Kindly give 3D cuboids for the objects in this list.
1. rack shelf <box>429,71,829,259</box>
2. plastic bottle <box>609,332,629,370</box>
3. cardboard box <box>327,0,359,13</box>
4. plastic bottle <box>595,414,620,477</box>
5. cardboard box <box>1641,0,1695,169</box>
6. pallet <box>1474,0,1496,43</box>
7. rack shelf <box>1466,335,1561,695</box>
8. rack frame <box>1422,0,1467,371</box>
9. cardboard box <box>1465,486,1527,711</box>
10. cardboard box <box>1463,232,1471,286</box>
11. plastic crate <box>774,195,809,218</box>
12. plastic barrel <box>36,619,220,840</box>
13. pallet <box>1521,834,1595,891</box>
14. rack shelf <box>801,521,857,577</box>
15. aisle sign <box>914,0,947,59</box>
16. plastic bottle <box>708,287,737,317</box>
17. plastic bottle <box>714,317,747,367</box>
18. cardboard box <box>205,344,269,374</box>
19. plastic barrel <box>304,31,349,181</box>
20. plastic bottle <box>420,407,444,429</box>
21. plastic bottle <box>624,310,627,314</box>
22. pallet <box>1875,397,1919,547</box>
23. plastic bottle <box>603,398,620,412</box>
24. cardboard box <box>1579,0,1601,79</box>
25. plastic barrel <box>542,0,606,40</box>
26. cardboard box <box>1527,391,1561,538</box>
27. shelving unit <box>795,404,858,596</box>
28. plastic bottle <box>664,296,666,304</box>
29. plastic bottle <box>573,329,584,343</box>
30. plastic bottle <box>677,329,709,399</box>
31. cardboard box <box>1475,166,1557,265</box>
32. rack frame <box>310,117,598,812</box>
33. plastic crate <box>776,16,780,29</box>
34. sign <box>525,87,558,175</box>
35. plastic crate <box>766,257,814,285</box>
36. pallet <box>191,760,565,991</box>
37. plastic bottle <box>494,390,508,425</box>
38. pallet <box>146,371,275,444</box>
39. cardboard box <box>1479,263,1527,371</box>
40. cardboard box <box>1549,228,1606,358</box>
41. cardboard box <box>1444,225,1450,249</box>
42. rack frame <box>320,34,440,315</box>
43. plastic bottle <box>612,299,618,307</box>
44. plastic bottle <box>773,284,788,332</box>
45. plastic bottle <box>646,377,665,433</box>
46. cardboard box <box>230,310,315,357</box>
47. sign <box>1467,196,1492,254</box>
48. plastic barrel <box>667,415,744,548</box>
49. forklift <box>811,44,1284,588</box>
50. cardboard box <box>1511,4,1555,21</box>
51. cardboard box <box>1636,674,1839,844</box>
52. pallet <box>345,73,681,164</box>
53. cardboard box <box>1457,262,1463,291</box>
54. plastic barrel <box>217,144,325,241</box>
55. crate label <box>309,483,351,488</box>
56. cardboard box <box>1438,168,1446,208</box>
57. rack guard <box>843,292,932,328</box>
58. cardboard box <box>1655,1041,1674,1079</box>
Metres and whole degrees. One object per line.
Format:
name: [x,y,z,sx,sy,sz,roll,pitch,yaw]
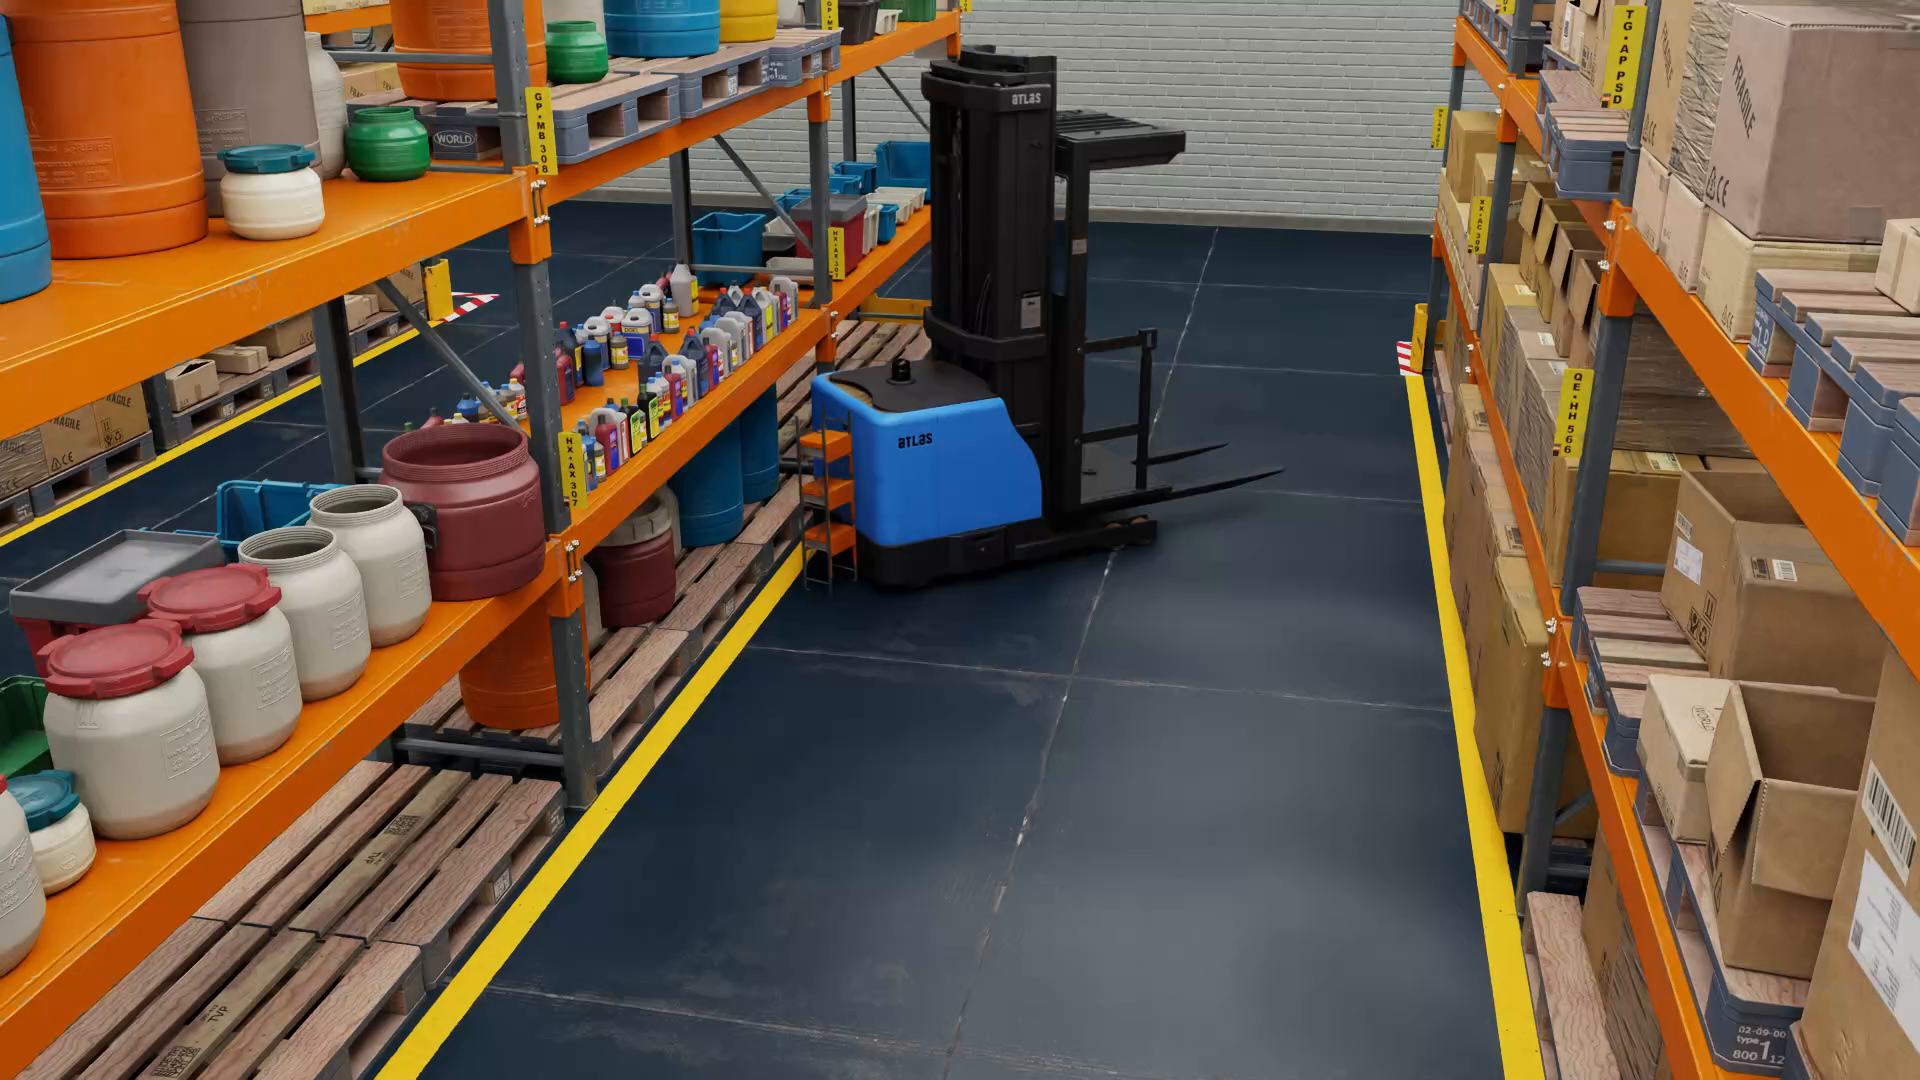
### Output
rack shelf: [-1.721,-2.037,8.343,1.077,0.370,4.000,4,22,11]
plastic bottle: [-1.891,-1.052,9.216,0.097,0.201,0.097,0,22,0]
cardboard box: [-5.305,-4.484,13.658,0.500,0.250,0.500,4,22,11]
plastic bottle: [-1.613,-0.444,7.597,0.061,0.283,0.133,4,22,11]
cardboard box: [2.372,-1.387,4.965,0.500,0.500,0.500,5,22,11]
pallet: [3.964,-3.426,10.950,1.003,0.211,1.213,4,22,11]
rack shelf: [3.128,-0.268,7.966,1.077,0.370,4.000,4,22,11]
rack frame: [4.352,-2.796,13.280,1.000,3.000,0.127,4,22,11]
cardboard box: [3.070,0.344,7.765,1.225,0.875,0.875,5,22,11]
cardboard box: [3.472,-1.772,10.542,0.500,0.250,0.500,5,23,13]
plastic crate: [-1.199,-2.467,12.608,0.416,0.233,0.300,4,22,11]
plastic barrel: [-2.386,0.551,4.789,0.433,0.535,0.433,0,22,0]
pallet: [2.954,1.141,7.238,1.003,0.211,1.213,4,22,11]
rack shelf: [-0.755,0.044,9.605,0.215,0.259,0.240,13,25,31]
aisle sign: [-0.195,-4.383,13.742,0.394,0.787,0.004,4,22,11]
plastic bottle: [-1.359,-1.270,9.558,0.144,0.351,0.185,4,22,11]
plastic bottle: [-1.282,-1.117,9.278,0.152,0.276,0.135,4,22,11]
cardboard box: [-5.697,-1.433,13.101,0.380,0.166,0.250,4,22,11]
plastic barrel: [-2.493,-1.601,6.148,0.421,0.512,0.421,0,22,0]
plastic bottle: [-2.417,-0.458,7.633,0.061,0.283,0.133,4,22,11]
plastic bottle: [-1.945,-1.233,9.665,0.097,0.201,0.097,0,22,0]
pallet: [2.133,0.071,2.399,1.213,0.211,1.003,4,22,11]
plastic bottle: [-1.639,-0.536,7.841,0.097,0.271,0.097,0,22,0]
cardboard box: [3.115,-2.253,7.217,0.797,0.503,0.637,4,22,10]
plastic barrel: [-1.915,-2.557,7.927,0.433,0.535,0.433,0,22,0]
cardboard box: [2.685,-0.298,6.944,0.500,0.500,0.500,4,22,10]
shelving unit: [-0.759,-0.224,9.500,0.215,1.050,0.252,13,25,31]
plastic bottle: [-1.838,-1.424,10.141,0.097,0.201,0.097,0,22,0]
plastic bottle: [-2.087,-1.011,9.021,0.097,0.271,0.097,0,22,0]
plastic bottle: [-1.405,-0.924,8.698,0.144,0.351,0.185,4,22,11]
cardboard box: [3.368,-1.938,9.948,0.500,0.500,0.500,5,22,12]
rack frame: [-2.129,-0.248,6.953,1.000,3.000,0.127,4,22,11]
plastic crate: [-1.426,-3.474,11.301,0.293,0.136,0.466,4,22,11]
sign: [-1.589,-1.551,6.315,0.100,0.325,0.005,4,22,11]
plastic crate: [-1.078,-1.775,11.019,0.396,0.136,0.243,4,22,11]
pallet: [-2.325,1.326,6.778,1.003,0.211,1.213,4,22,11]
plastic bottle: [-2.277,-0.639,8.191,0.097,0.201,0.097,0,22,0]
pallet: [-6.020,-1.047,12.671,1.003,0.211,1.213,4,22,11]
cardboard box: [3.197,-1.230,9.259,0.500,0.500,0.500,5,22,11]
cardboard box: [3.151,-1.132,7.672,0.797,0.503,0.637,5,23,13]
cardboard box: [3.749,-2.199,12.134,0.380,0.149,0.250,4,22,10]
rack frame: [-5.345,-3.552,15.159,1.000,3.000,0.127,4,22,11]
plastic bottle: [-1.987,-1.230,9.549,0.061,0.283,0.133,4,22,11]
plastic bottle: [-1.080,-1.400,9.970,0.061,0.283,0.133,4,22,11]
plastic bottle: [-1.505,-0.664,8.160,0.097,0.271,0.097,0,22,0]
cardboard box: [-5.783,-1.823,13.618,0.797,0.503,0.637,4,22,11]
sign: [2.992,-1.813,9.575,0.100,0.325,0.005,4,22,11]
plastic barrel: [-1.585,-0.475,9.765,0.600,0.901,0.708,4,22,11]
forklift: [0.640,-1.457,10.049,3.031,2.935,1.130,-11,25,-26]
cardboard box: [3.637,-3.303,9.694,0.700,0.500,0.500,3,22,8]
cardboard box: [2.152,0.600,4.487,0.500,0.250,0.500,4,22,9]
pallet: [-1.877,-1.824,7.104,1.003,0.211,1.213,4,22,11]
cardboard box: [3.487,-1.729,10.969,0.380,0.149,0.250,5,22,12]
plastic barrel: [-2.160,-1.092,5.220,0.301,0.262,0.301,0,22,0]
crate label: [-2.582,-0.044,6.673,0.303,0.233,0.416,4,22,11]
cardboard box: [3.990,-2.709,12.868,0.500,0.250,0.500,4,22,9]
rack guard: [-0.505,-2.024,14.709,1.175,0.500,0.348,4,22,11]
cardboard box: [2.393,1.744,4.766,0.700,0.500,0.500,6,23,15]
